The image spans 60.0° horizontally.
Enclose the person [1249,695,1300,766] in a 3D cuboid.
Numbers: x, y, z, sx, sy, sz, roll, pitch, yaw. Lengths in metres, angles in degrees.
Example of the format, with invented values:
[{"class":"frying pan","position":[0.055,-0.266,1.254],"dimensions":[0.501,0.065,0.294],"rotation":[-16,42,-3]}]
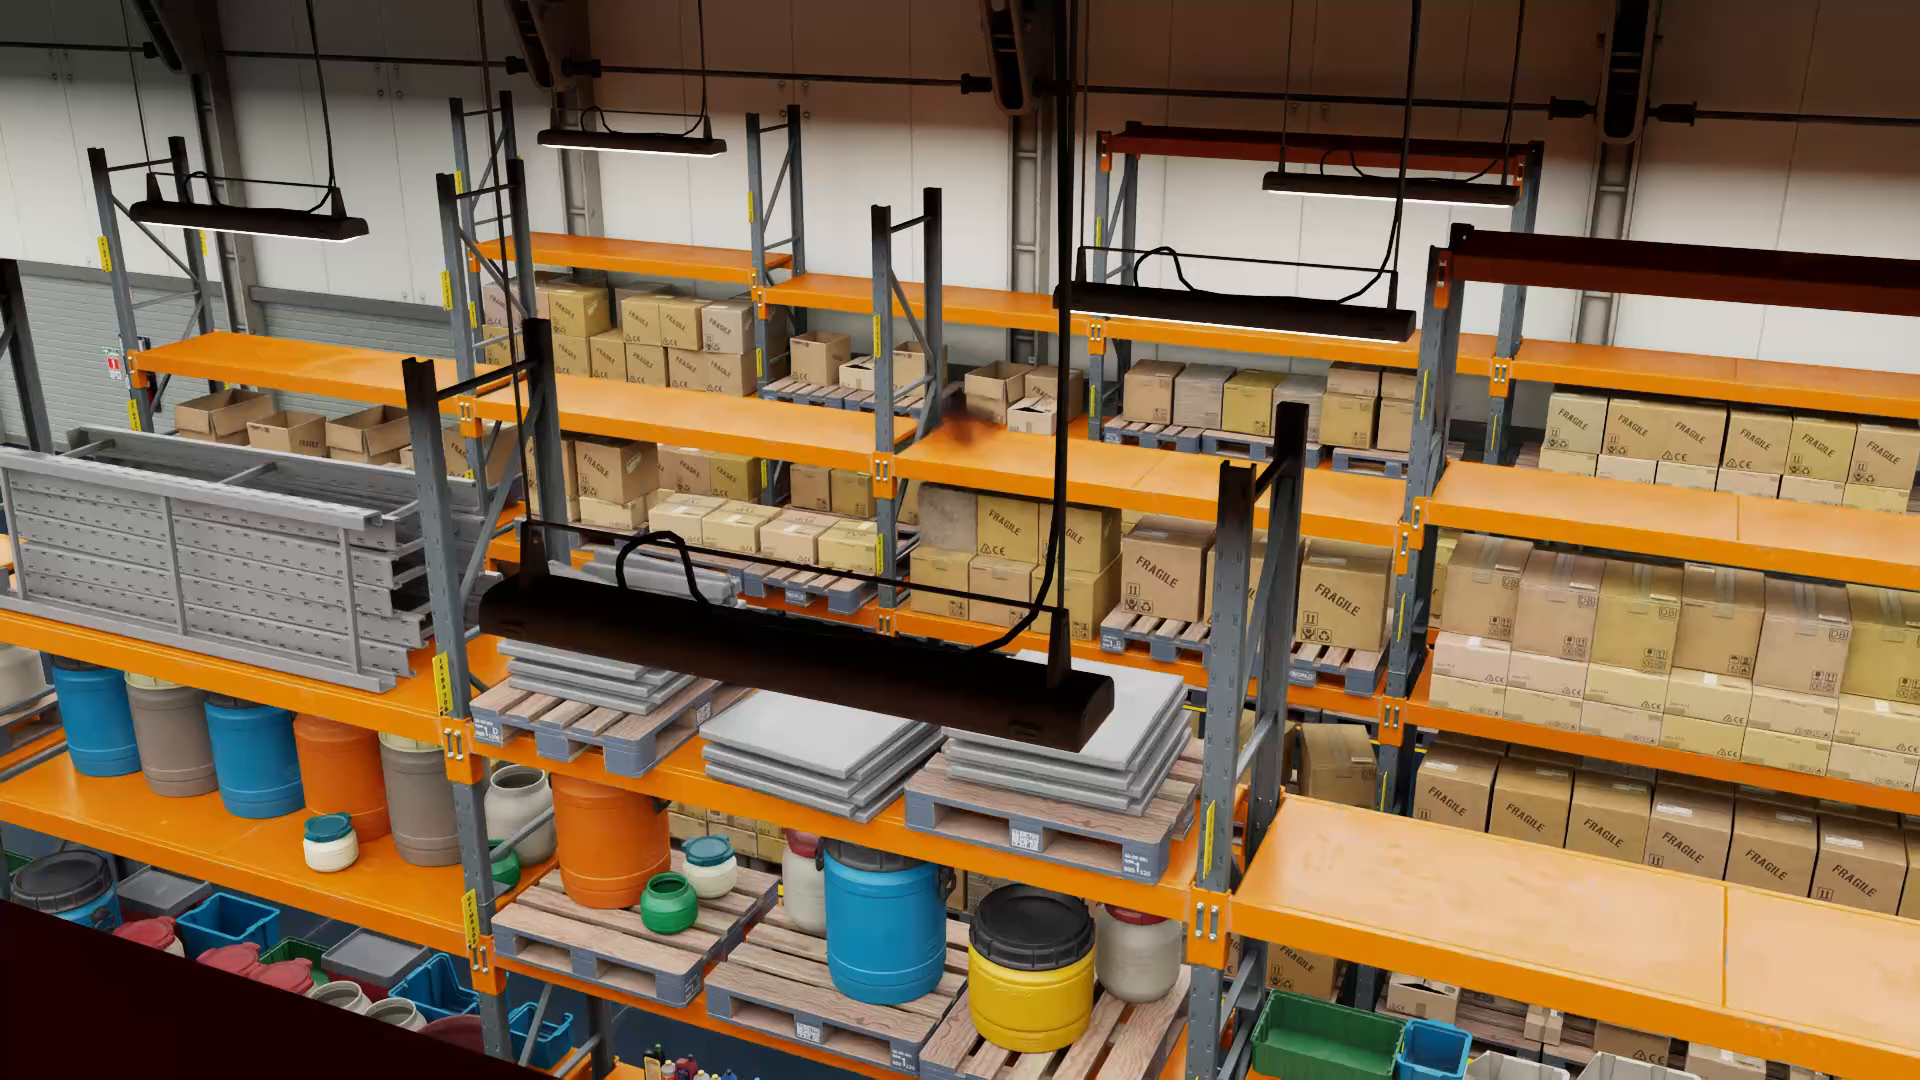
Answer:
[{"class":"person","position":[3.143,1.571,16.302],"dimensions":[0.823,1.540,0.407],"rotation":[6,21,17]}]
